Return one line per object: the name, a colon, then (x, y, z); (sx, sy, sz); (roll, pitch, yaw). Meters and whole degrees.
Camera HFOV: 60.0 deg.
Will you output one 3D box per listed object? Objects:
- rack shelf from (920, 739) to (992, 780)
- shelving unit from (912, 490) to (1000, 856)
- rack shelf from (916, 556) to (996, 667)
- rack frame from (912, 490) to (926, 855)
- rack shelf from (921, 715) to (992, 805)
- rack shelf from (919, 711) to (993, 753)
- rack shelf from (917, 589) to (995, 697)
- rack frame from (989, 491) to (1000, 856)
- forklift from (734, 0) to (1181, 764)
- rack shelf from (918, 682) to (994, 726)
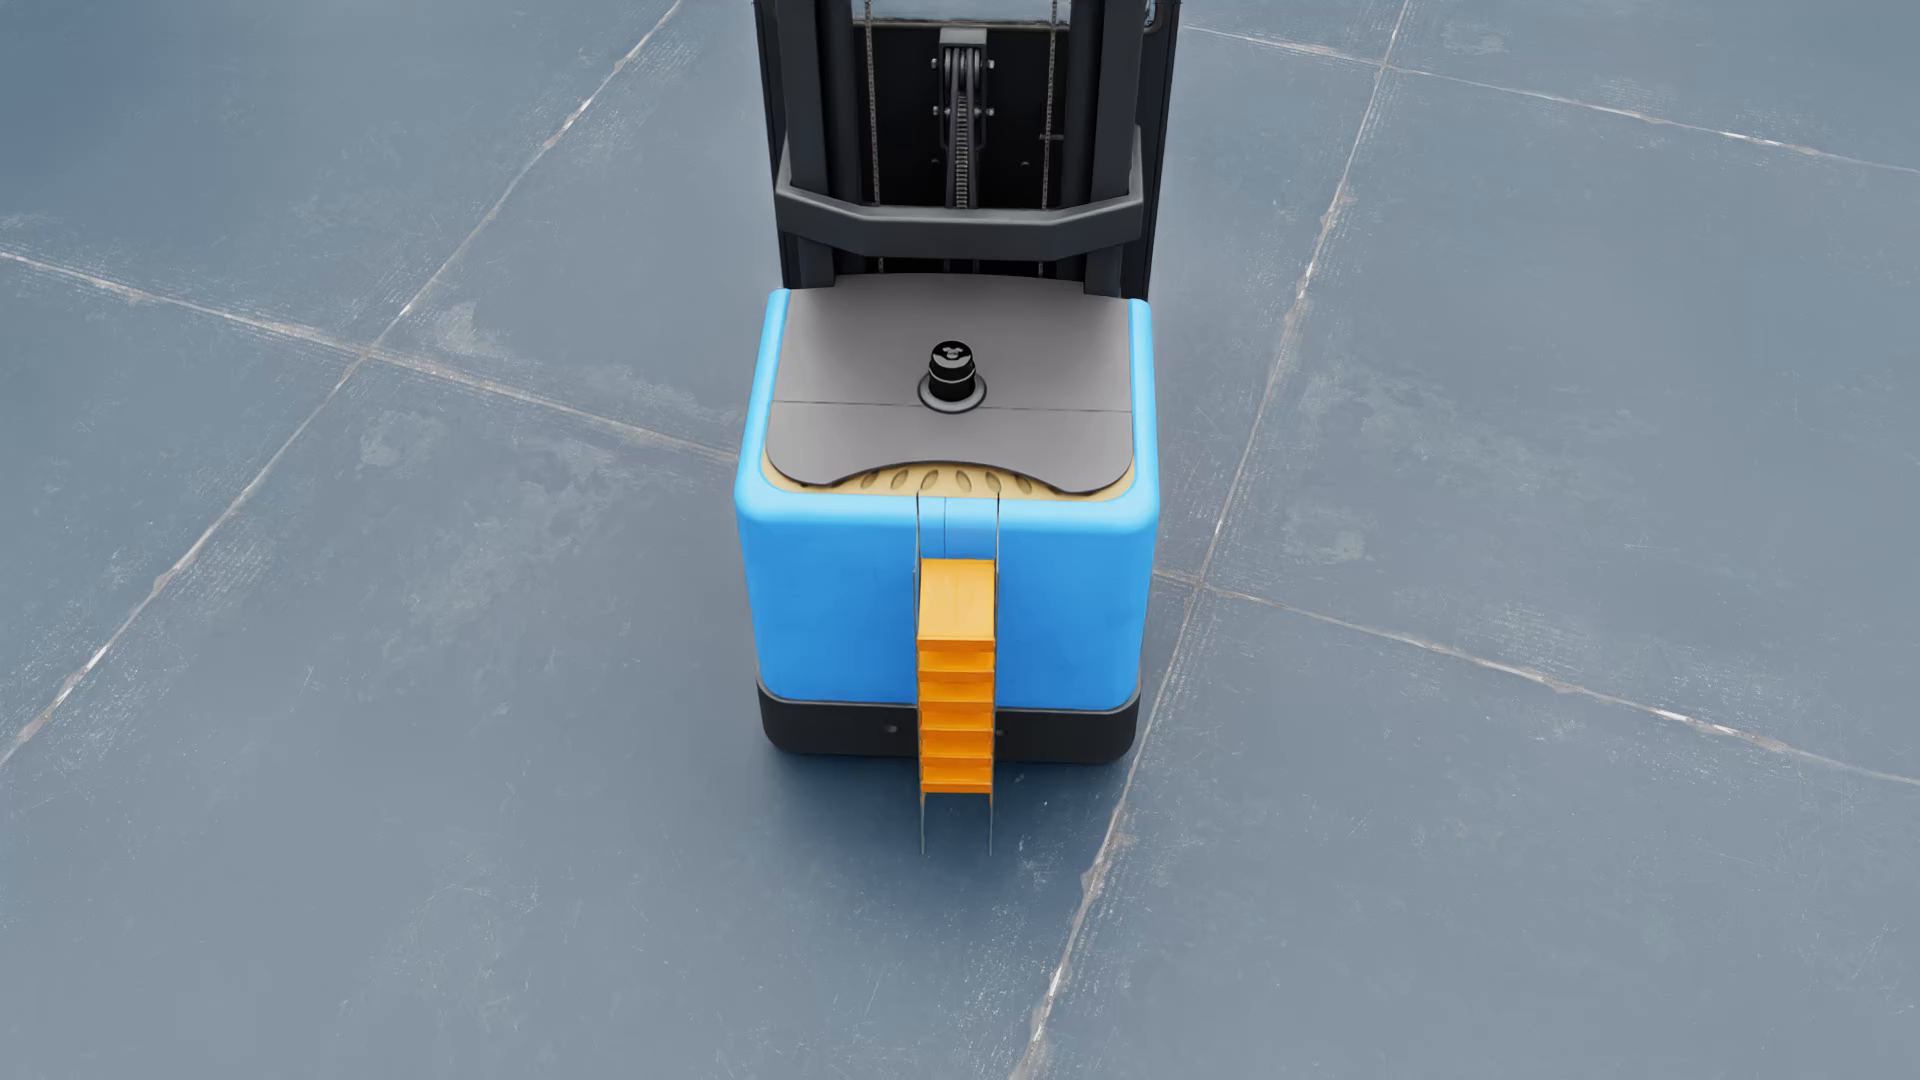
rack shelf: (-0.007, 0.480, 4.258); (0.180, 0.103, 0.258); (1, 49, 1)
shelving unit: (-0.007, 0.372, 4.134); (0.189, 1.200, 0.258); (1, 49, 1)
rack shelf: (-0.007, 0.165, 3.895); (0.180, 0.103, 0.258); (1, 49, 1)
rack frame: (-0.098, 0.371, 4.135); (0.006, 1.200, 0.240); (1, 49, 1)
rack shelf: (-0.007, 0.558, 4.349); (0.180, 0.103, 0.258); (1, 49, 1)
rack shelf: (-0.007, 0.401, 4.167); (0.180, 0.103, 0.258); (1, 49, 1)
rack shelf: (-0.007, 0.244, 3.986); (0.180, 0.103, 0.258); (1, 49, 1)
rack frame: (0.085, 0.373, 4.132); (0.006, 1.200, 0.240); (1, 49, 1)
forklift: (0.028, -1.449, 4.566); (1.130, 2.935, 3.031); (2, 49, 2)
rack shelf: (-0.007, 0.323, 4.076); (0.180, 0.103, 0.258); (1, 49, 1)
